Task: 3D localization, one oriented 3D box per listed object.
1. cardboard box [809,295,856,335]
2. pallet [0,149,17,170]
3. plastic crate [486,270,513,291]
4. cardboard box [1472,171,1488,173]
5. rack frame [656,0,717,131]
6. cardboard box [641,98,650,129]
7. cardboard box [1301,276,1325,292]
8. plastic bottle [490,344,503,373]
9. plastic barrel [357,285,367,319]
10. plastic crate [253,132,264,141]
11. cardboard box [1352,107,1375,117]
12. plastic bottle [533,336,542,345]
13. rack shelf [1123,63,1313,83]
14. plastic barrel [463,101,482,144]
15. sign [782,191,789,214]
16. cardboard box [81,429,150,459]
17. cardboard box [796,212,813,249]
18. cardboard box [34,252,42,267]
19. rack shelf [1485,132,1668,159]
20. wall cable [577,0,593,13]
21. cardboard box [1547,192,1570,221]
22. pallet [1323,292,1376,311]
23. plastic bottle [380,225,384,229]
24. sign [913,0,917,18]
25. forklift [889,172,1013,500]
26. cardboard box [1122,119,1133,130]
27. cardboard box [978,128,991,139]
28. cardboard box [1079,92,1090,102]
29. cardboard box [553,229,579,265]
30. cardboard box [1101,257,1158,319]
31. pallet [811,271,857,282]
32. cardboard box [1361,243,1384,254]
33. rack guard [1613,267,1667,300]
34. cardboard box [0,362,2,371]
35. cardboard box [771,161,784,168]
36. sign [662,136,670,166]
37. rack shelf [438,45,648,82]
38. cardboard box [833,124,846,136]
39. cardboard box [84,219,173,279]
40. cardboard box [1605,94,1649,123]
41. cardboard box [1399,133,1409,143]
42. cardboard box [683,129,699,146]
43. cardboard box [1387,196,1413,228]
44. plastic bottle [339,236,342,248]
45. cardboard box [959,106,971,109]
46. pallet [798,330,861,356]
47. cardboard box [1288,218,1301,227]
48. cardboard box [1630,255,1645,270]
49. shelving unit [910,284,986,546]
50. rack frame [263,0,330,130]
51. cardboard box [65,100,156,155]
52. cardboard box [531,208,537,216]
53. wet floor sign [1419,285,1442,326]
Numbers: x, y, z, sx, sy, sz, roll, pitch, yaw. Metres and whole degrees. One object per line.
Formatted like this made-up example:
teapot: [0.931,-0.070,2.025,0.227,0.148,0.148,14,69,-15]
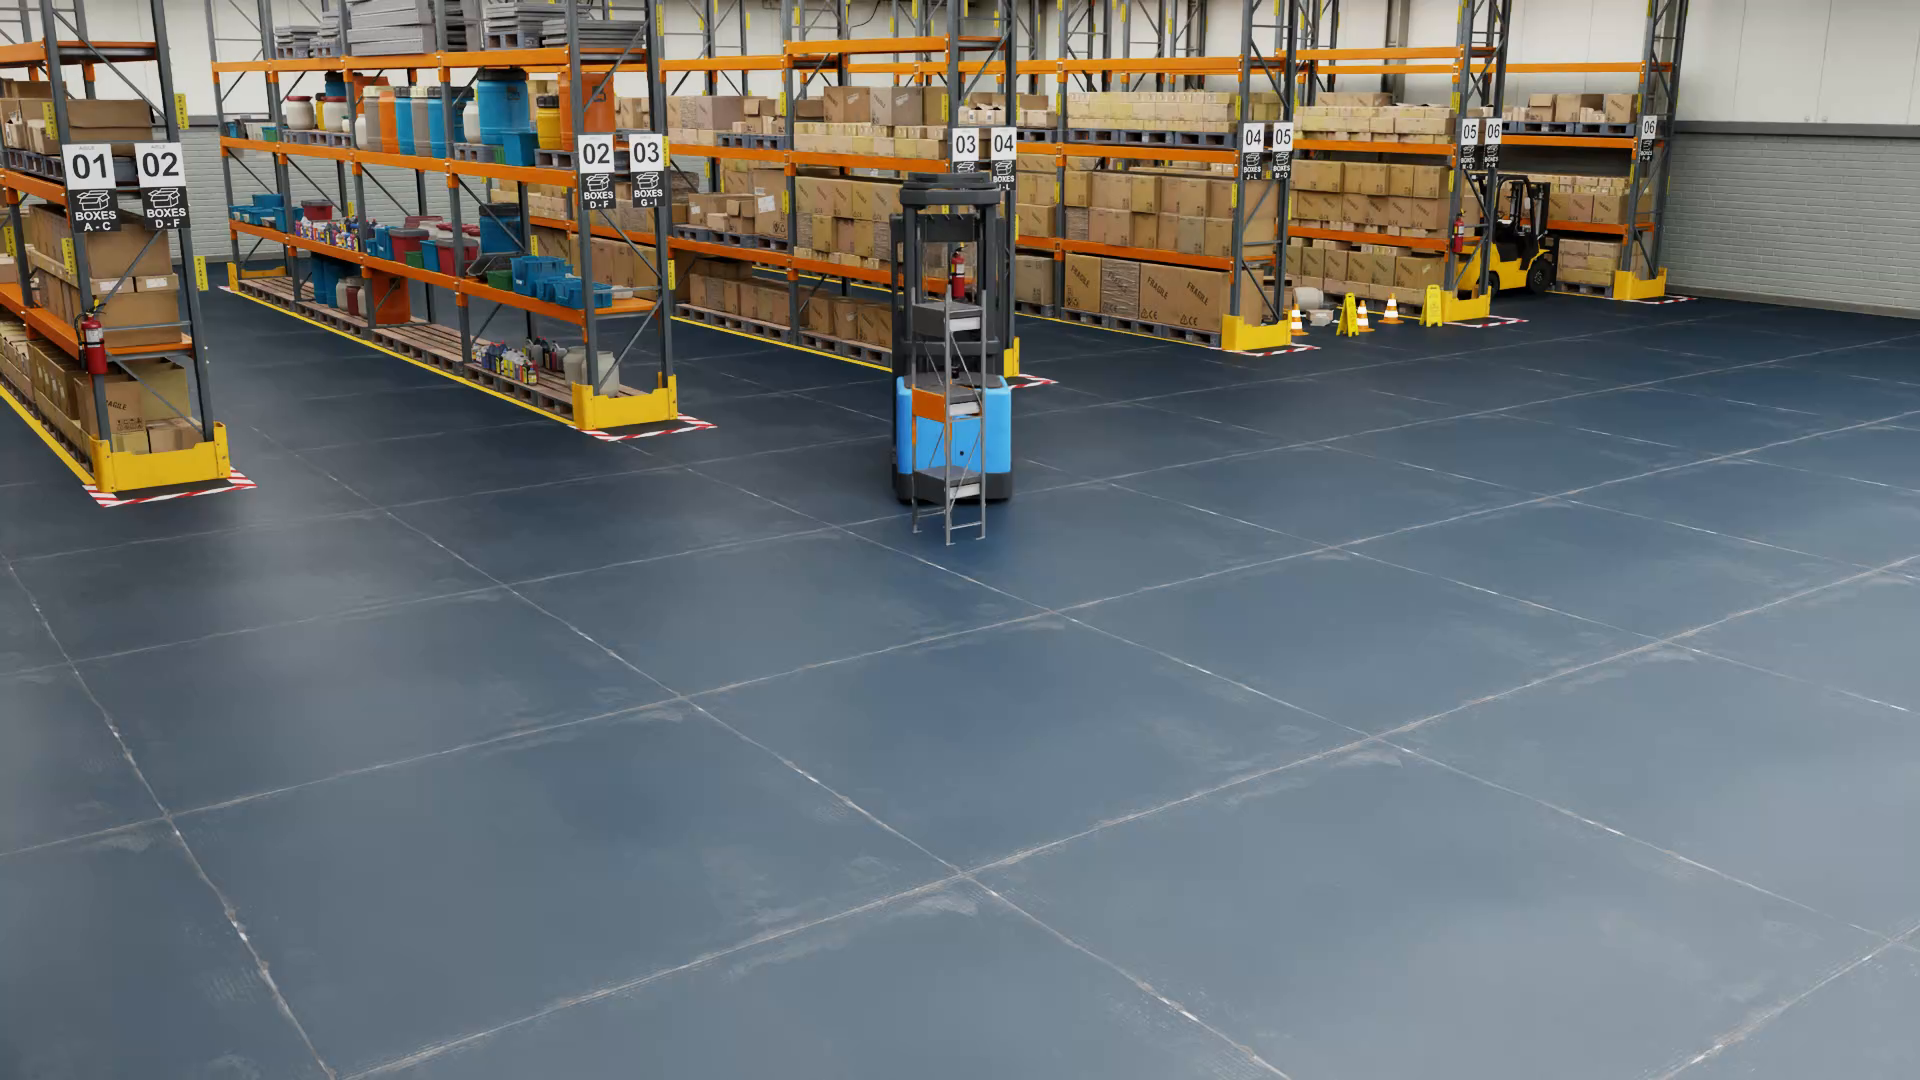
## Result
cardboard box: [-1.871,-3.315,24.444,0.500,0.500,0.500,-12,19,-36]
pallet: [-10.618,-4.413,19.199,0.805,0.209,1.217,-12,19,-37]
plastic crate: [-5.511,-3.205,20.504,0.450,0.188,0.662,-11,19,-35]
cardboard box: [10.143,-7.070,32.244,0.380,0.149,0.250,-11,19,-34]
rack frame: [-4.426,-8.157,26.833,1.000,3.000,0.127,-11,19,-35]
cardboard box: [-4.843,-7.082,27.595,0.797,0.503,0.637,-10,18,-31]
cardboard box: [6.393,-4.544,29.408,0.500,0.250,0.500,-10,18,-31]
plastic bottle: [-5.831,-2.298,20.974,0.144,0.351,0.185,-12,19,-37]
plastic barrel: [-9.138,-3.706,25.851,0.421,0.512,0.421,0,15,0]
plastic crate: [-11.840,-6.881,28.352,0.293,0.136,0.466,-11,19,-35]
cardboard box: [6.844,-7.221,28.059,0.380,0.149,0.250,-10,18,-33]
plastic bottle: [-5.469,-2.482,21.648,0.144,0.351,0.185,-11,19,-36]
rack shelf: [4.766,-8.728,31.040,1.077,0.370,4.000,-11,19,-35]
plastic barrel: [-5.986,-5.221,20.782,0.421,0.512,0.421,0,15,0]
sign: [-2.521,-4.881,24.034,0.100,0.325,0.005,-11,19,-35]
cardboard box: [-8.292,-0.963,16.327,0.500,0.250,0.500,-11,19,-35]
cardboard box: [-1.860,-4.495,24.065,0.875,0.500,0.500,-11,19,-35]
cardboard box: [-9.940,-3.093,18.275,0.380,0.149,0.250,-11,19,-34]
rack shelf: [11.131,-7.391,31.081,1.077,0.370,4.000,-11,19,-35]
wall cable: [-9.666,-13.159,39.016,2.277,5.999,0.120,-11,19,-35]
cardboard box: [11.206,-6.199,30.853,0.500,0.500,0.500,-11,19,-36]
pallet: [7.087,-4.204,29.036,1.003,0.211,1.213,-11,19,-35]
plastic bottle: [-9.150,-4.851,26.361,0.097,0.271,0.097,0,15,0]
sign: [-0.788,-9.308,29.118,0.100,0.325,0.005,-11,19,-35]
forklift: [-0.130,-2.114,16.247,1.130,2.935,3.031,-1,15,-3]
cardboard box: [2.687,-6.332,25.337,0.380,0.149,0.250,-11,19,-34]
cardboard box: [0.303,-5.217,21.301,0.380,0.149,0.250,-11,19,-35]
cardboard box: [2.088,-6.934,26.026,0.380,0.149,0.250,-11,19,-35]
cardboard box: [-7.101,-5.449,31.531,0.875,0.875,0.875,-11,19,-35]
cardboard box: [2.844,-3.998,26.232,0.875,0.875,0.875,-11,19,-34]
pallet: [-2.247,-5.355,33.241,1.003,0.211,1.213,-11,19,-35]
cardboard box: [7.043,-4.954,28.256,0.380,0.149,0.250,-10,18,-32]
rack guard: [12.321,-4.654,30.133,1.175,0.500,0.348,-11,19,-35]
cardboard box: [-12.075,-2.338,21.350,0.500,0.250,0.500,-12,19,-36]
cardboard box: [-3.510,-7.708,33.909,0.500,0.500,0.500,-12,19,-36]
sign: [-3.281,-4.322,18.486,0.100,0.325,0.005,-11,19,-35]
rack shelf: [-4.905,-5.567,19.491,1.077,0.370,4.000,-11,19,-35]
cardboard box: [-1.513,-5.635,22.830,0.380,0.149,0.250,-11,19,-36]
cardboard box: [-8.033,-2.805,15.997,0.700,0.500,0.500,-11,19,-34]
cardboard box: [11.849,-7.667,29.551,0.500,0.500,0.500,-10,18,-33]
cardboard box: [7.461,-6.626,27.398,0.380,0.149,0.250,-11,19,-34]
cardboard box: [-4.054,-6.388,26.337,0.500,0.250,0.500,-10,18,-33]
cardboard box: [7.461,-5.466,27.611,0.500,0.500,0.500,-11,19,-34]
plastic bottle: [-9.490,-4.600,25.576,0.097,0.201,0.097,0,15,0]
cardboard box: [-0.107,-7.478,29.217,0.500,0.311,0.500,-11,19,-34]
pallet: [-1.651,-2.926,24.368,1.003,0.211,1.213,-11,19,-35]
cardboard box: [6.058,-5.663,29.562,0.380,0.149,0.250,-10,18,-33]
cardboard box: [12.198,-5.115,30.548,0.500,0.250,0.500,-10,18,-34]
shelving unit: [-0.097,-1.048,13.928,0.431,2.100,0.503,-11,19,-35]
rack frame: [-10.784,-8.242,27.145,1.000,3.000,0.127,-11,19,-35]
cardboard box: [-8.072,-3.908,15.735,0.797,0.503,0.637,-9,18,-31]
cardboard box: [-7.978,-6.285,31.833,0.380,0.149,0.250,-11,19,-35]
wet floor sign: [7.540,-3.751,26.559,0.267,0.644,0.232,-4,16,-15]
